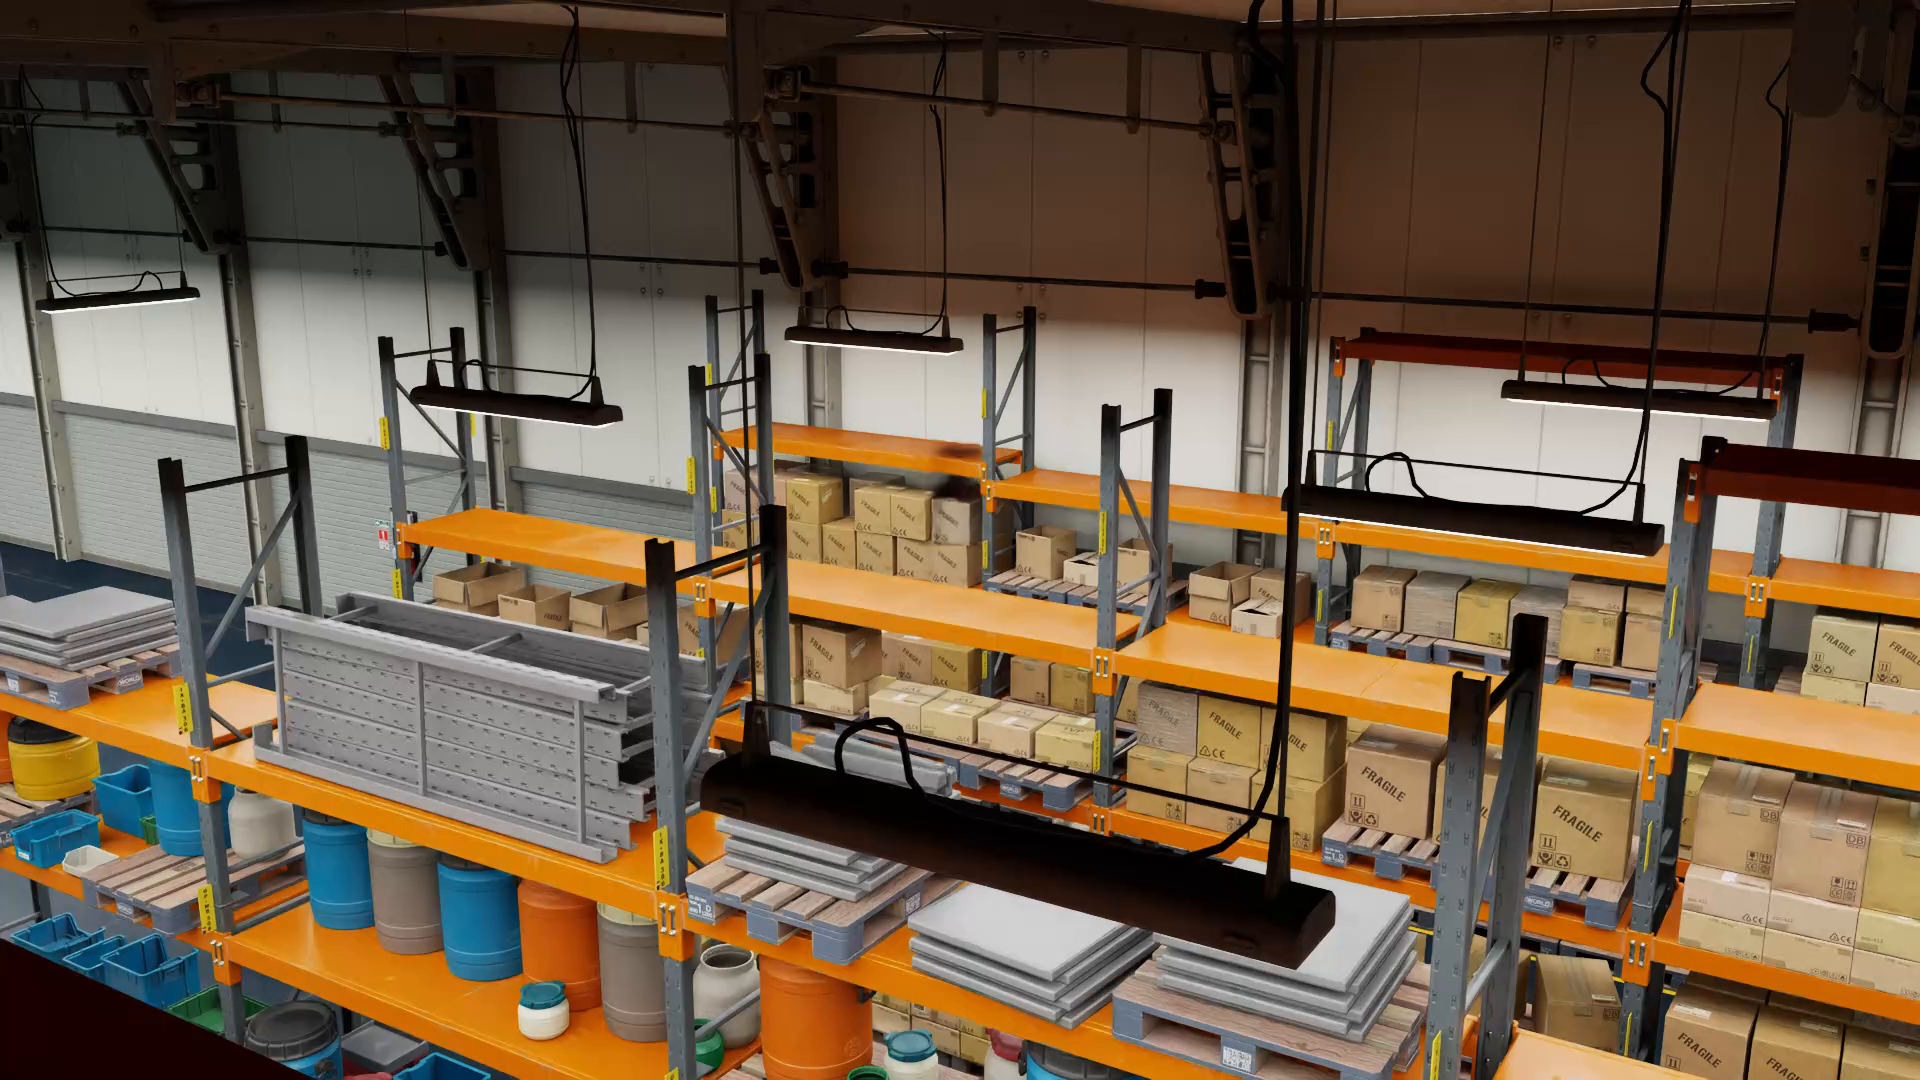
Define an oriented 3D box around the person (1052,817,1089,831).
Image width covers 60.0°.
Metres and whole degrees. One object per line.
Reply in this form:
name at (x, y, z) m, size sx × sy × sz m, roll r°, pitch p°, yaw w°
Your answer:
person at (1.120, 3.026, 17.472) m, size 1.006 × 1.713 × 0.623 m, roll 6°, pitch 15°, yaw 24°
